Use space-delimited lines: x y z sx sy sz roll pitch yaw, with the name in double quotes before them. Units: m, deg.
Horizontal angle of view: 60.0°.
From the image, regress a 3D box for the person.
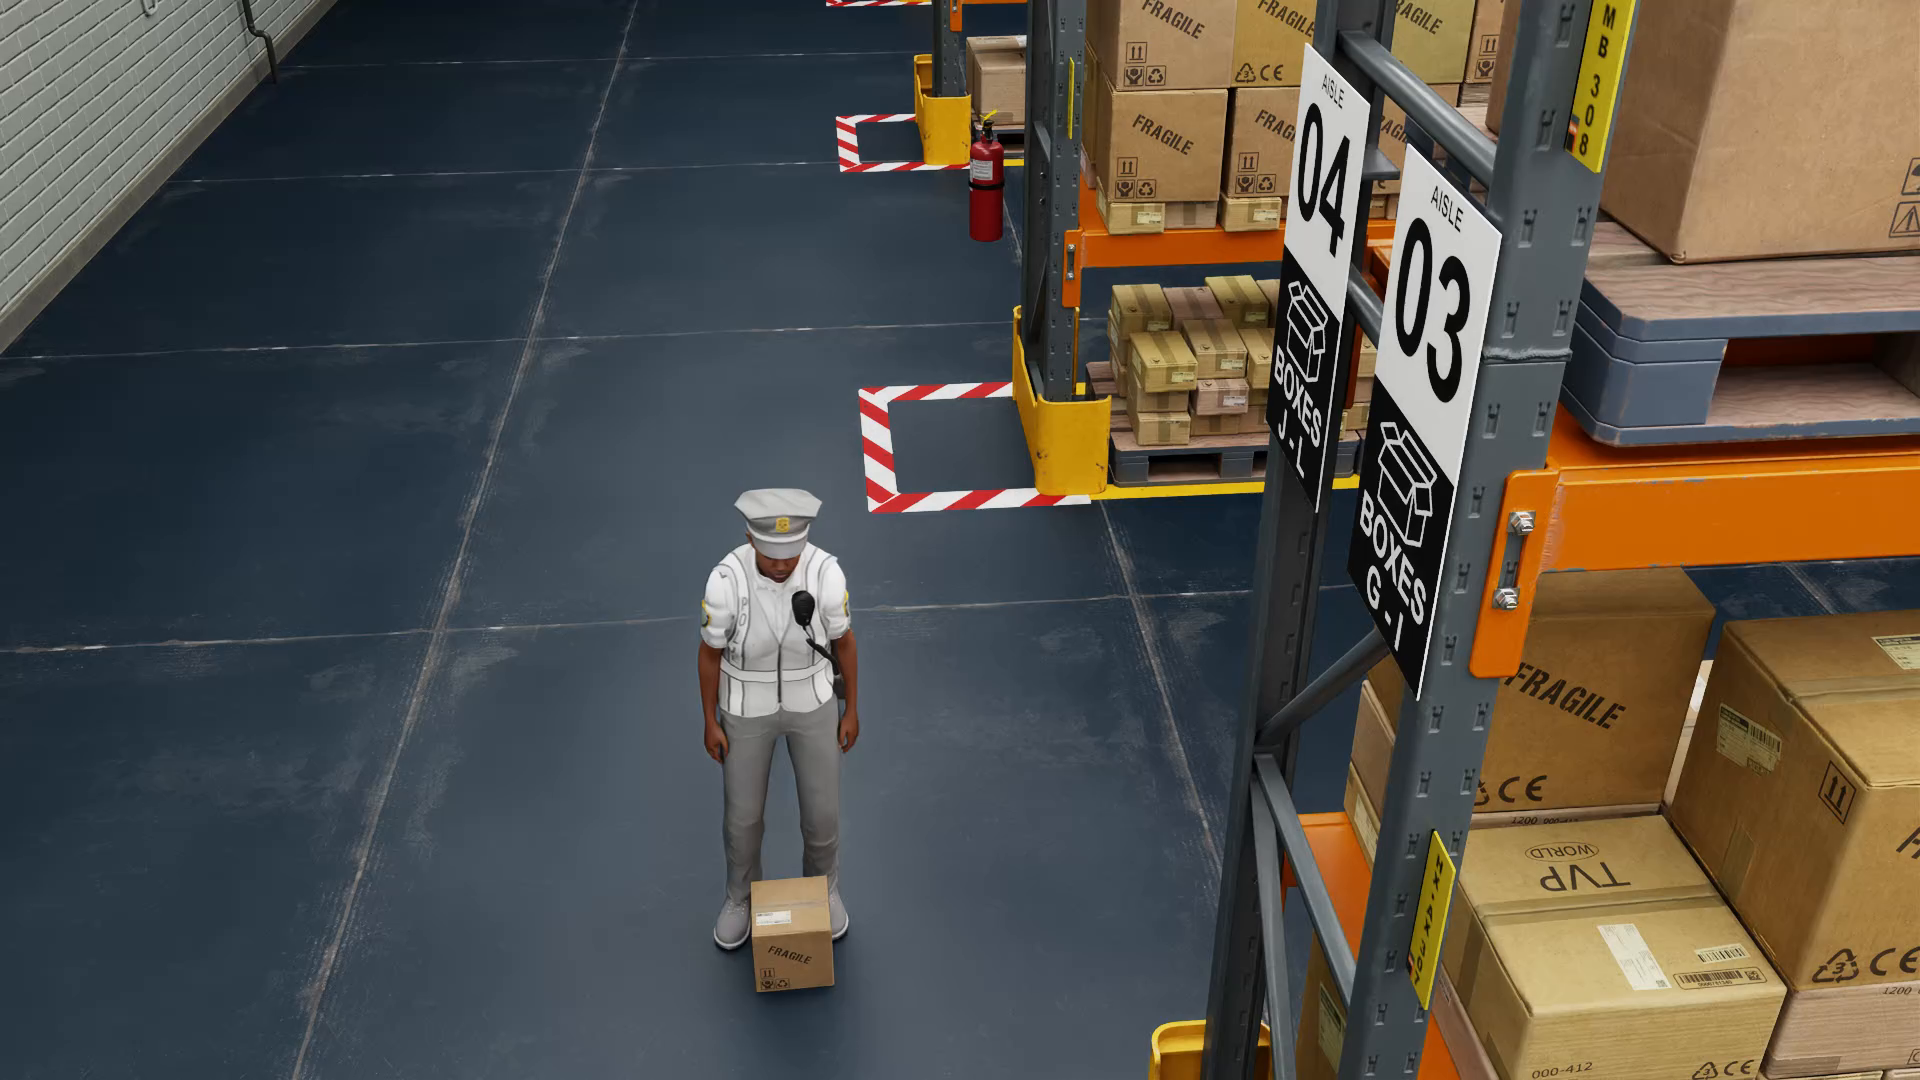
"person" -0.574 0.552 5.227 0.525 1.658 0.395 -5 32 -7
